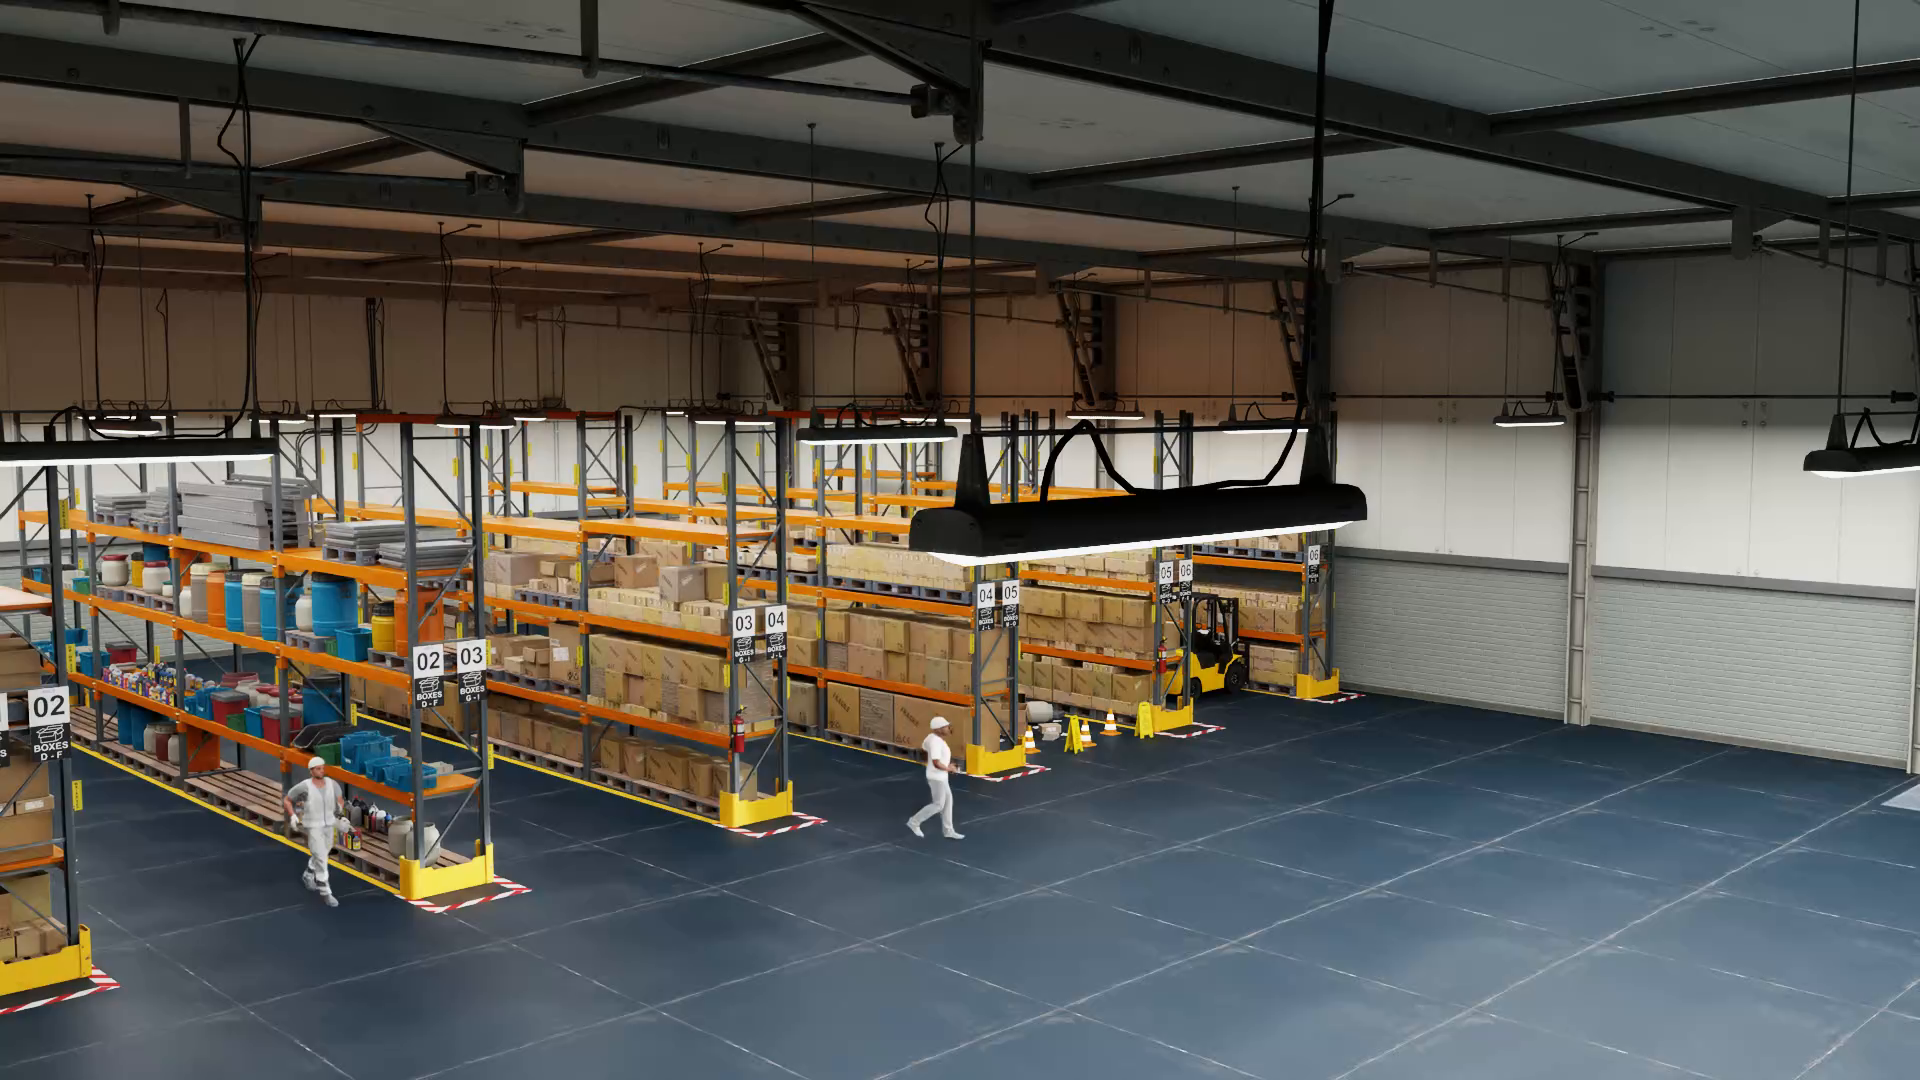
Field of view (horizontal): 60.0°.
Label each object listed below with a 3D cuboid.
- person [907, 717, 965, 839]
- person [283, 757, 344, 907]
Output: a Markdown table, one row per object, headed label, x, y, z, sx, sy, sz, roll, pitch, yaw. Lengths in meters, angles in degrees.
| label | x | y | z | sx | sy | sz | roll | pitch | yaw |
| --- | --- | --- | --- | --- | --- | --- | --- | --- | --- |
| person | -0.349 | 3.397 | 23.695 | 0.837 | 1.775 | 0.725 | 0 | 5 | -5 |
| person | -8.036 | 3.607 | 20.825 | 0.909 | 1.805 | 0.663 | 4 | 6 | 37 |
